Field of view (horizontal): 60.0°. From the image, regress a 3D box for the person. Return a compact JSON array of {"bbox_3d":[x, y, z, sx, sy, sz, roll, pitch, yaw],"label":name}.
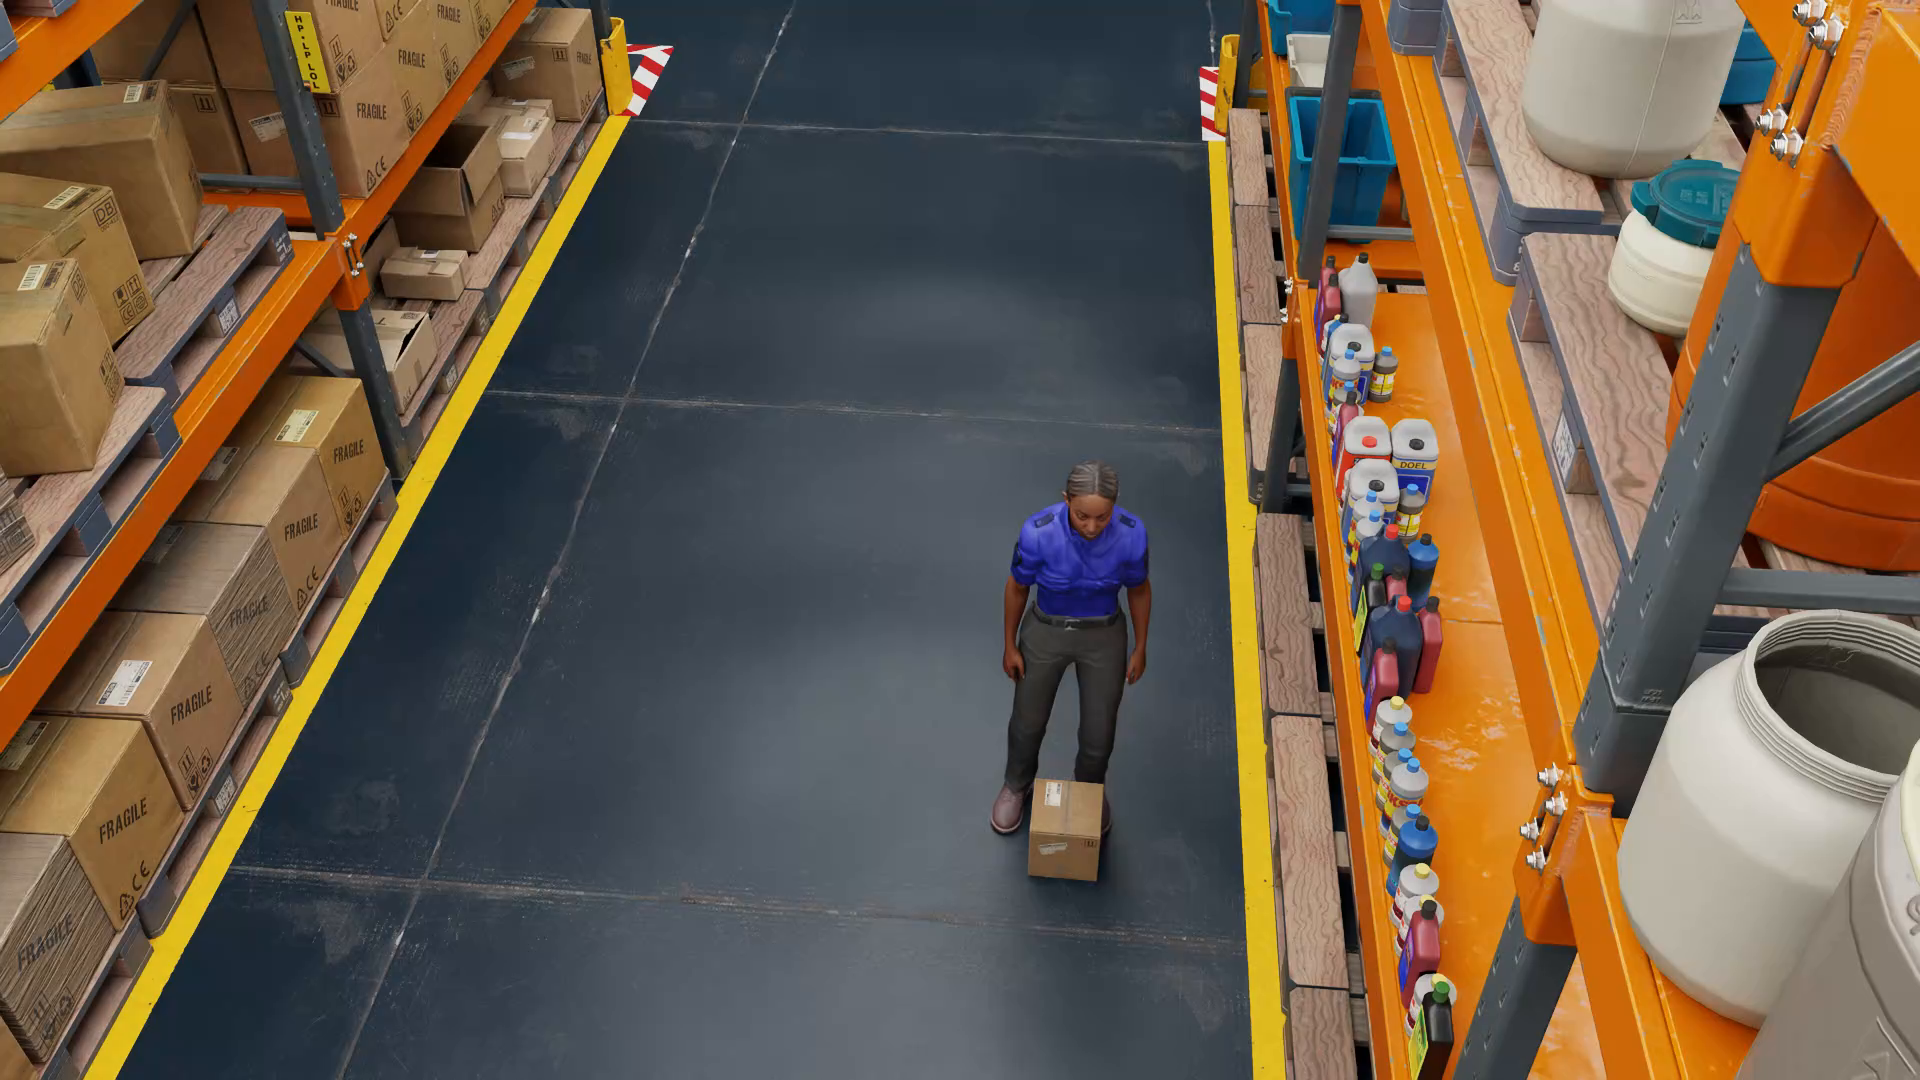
[{"bbox_3d":[0.382,0.361,5.734,0.532,1.656,0.346,1,40,1],"label":"person"}]
